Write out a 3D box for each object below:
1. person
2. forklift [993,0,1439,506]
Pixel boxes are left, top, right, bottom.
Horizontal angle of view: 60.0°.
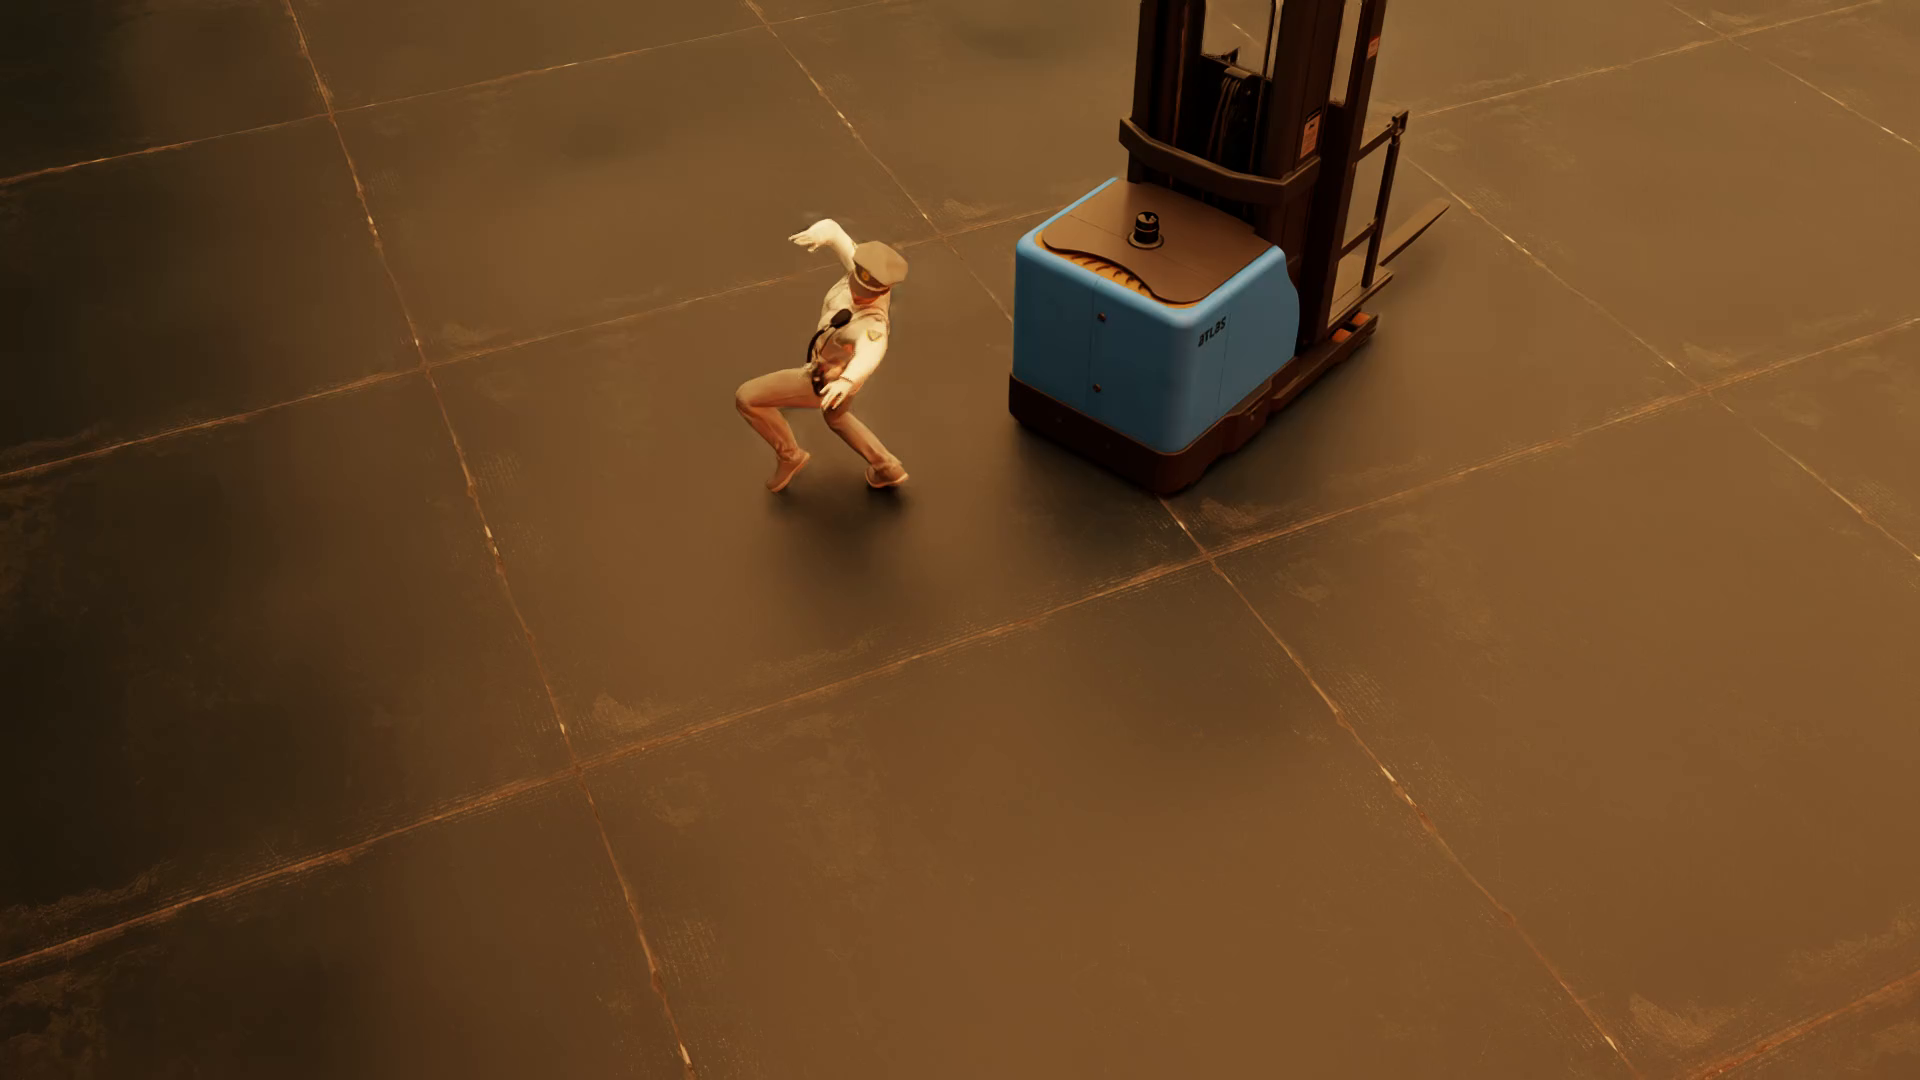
[{"bbox_3d":[-0.724,-0.758,7.648,0.942,1.408,0.743,5,43,5],"label":"person"},{"bbox_3d":[1.506,-2.164,7.999,1.130,2.935,3.031,30,51,29],"label":"forklift"}]
